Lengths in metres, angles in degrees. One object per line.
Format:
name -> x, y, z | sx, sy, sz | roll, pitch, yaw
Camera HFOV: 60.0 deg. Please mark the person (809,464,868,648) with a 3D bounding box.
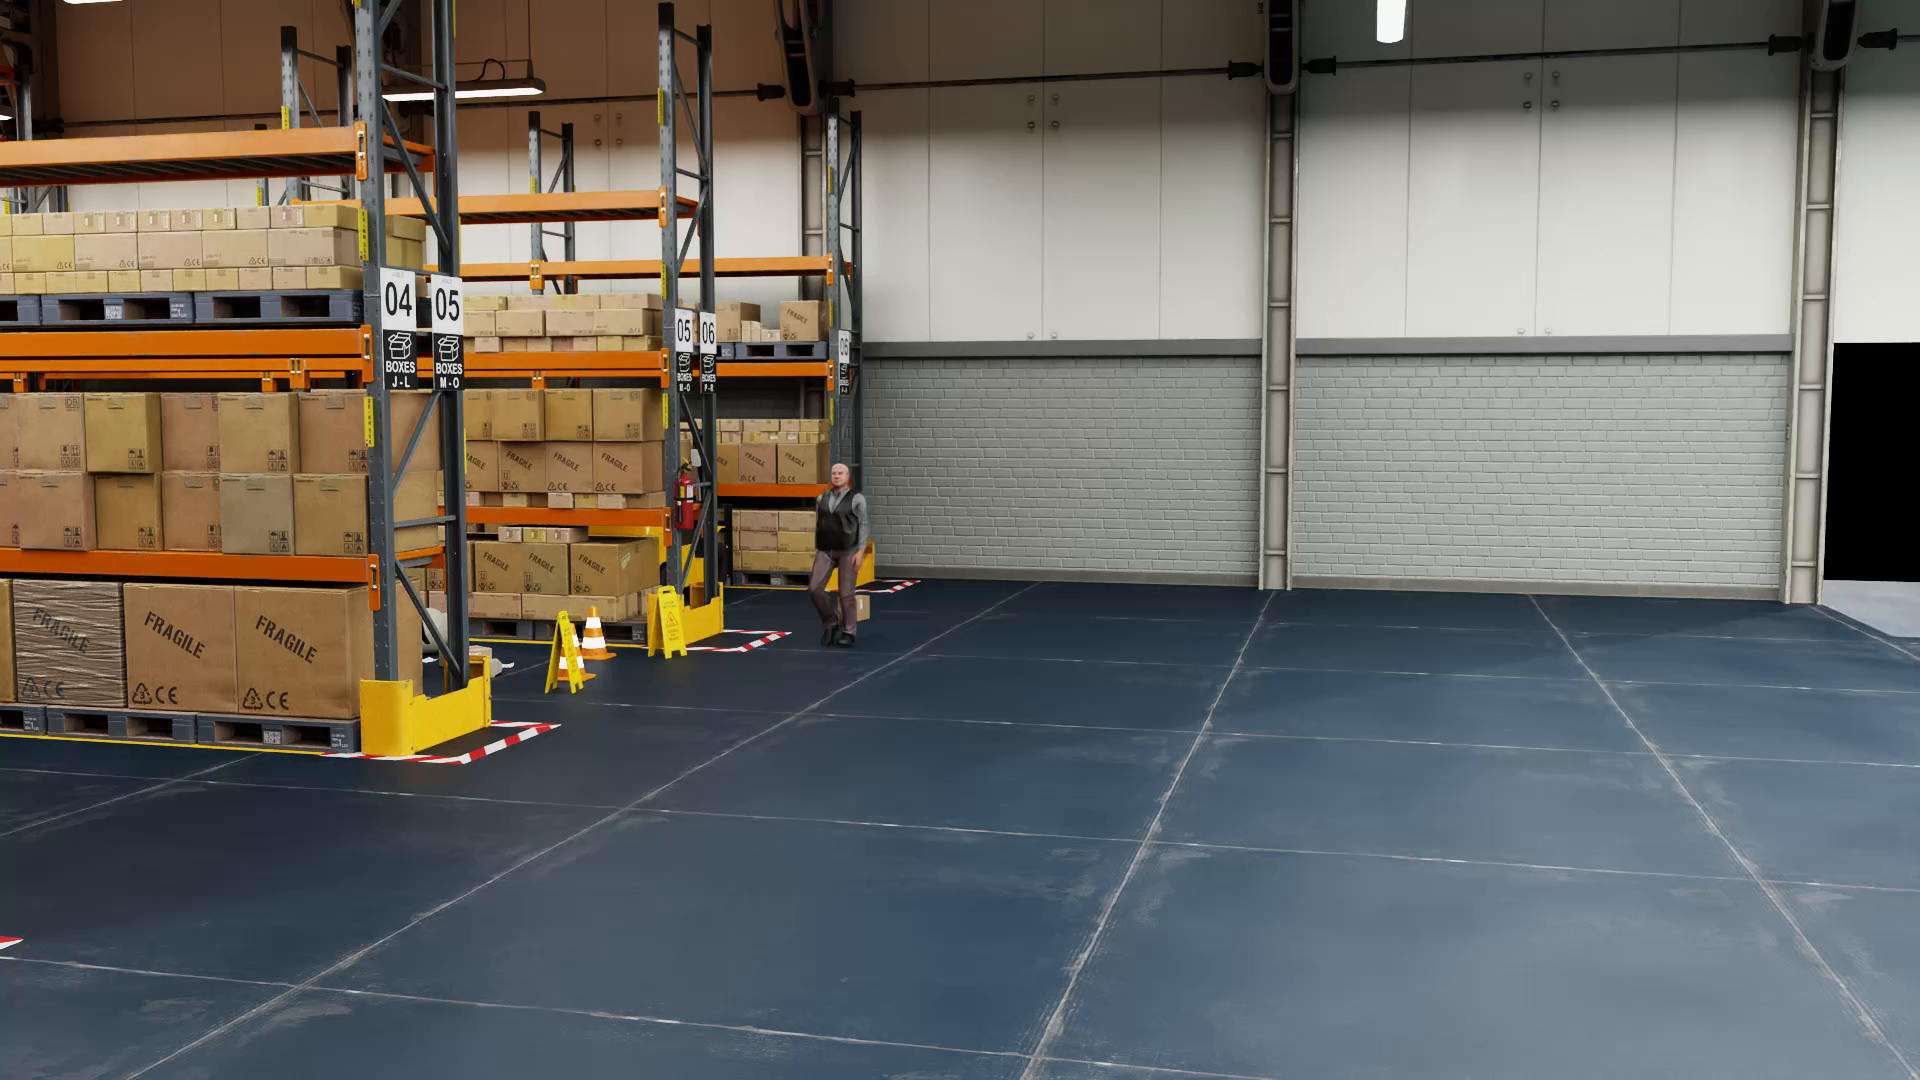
person -> -1.157, 0.158, 15.697 | 0.564, 1.754, 0.480 | 1, 5, 17
